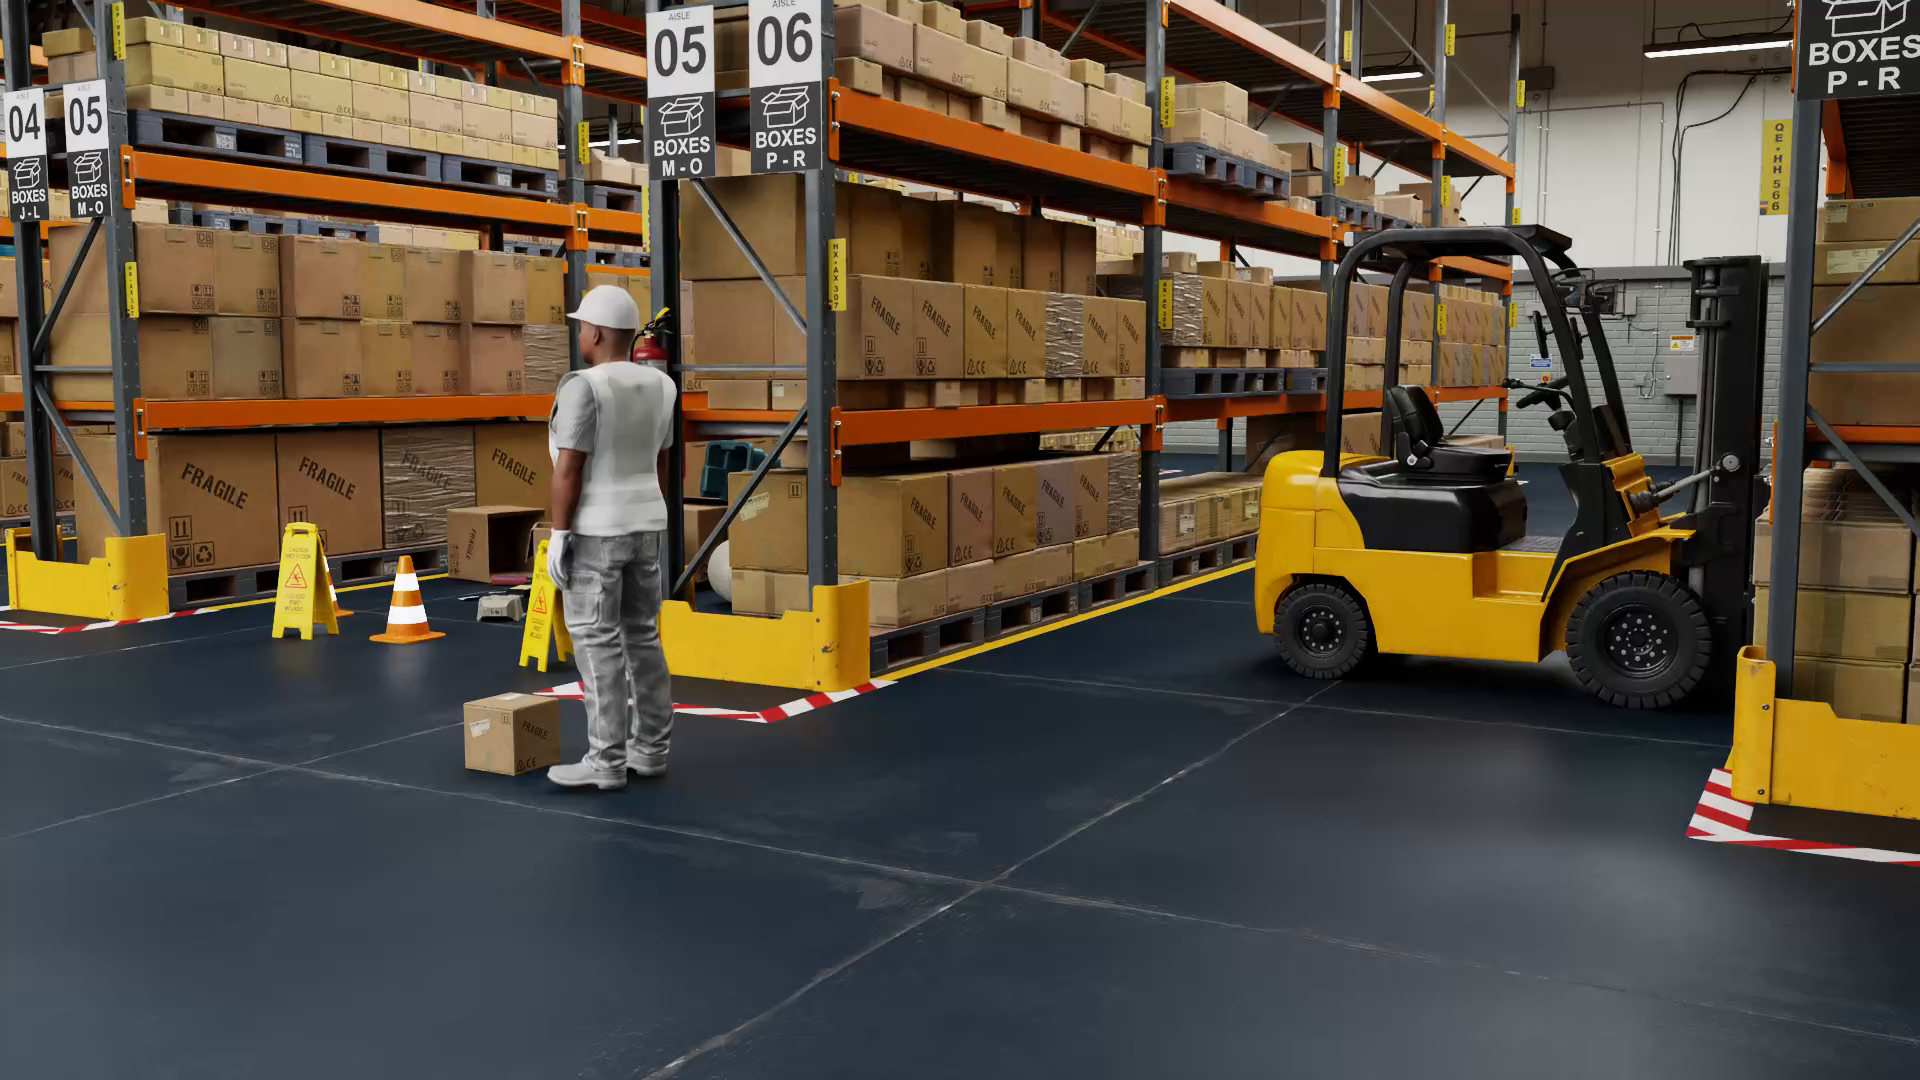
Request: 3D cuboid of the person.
[{"bbox_3d":[-1.277,-0.017,5.995,0.362,1.785,0.550,4,7,31],"label":"person"}]
